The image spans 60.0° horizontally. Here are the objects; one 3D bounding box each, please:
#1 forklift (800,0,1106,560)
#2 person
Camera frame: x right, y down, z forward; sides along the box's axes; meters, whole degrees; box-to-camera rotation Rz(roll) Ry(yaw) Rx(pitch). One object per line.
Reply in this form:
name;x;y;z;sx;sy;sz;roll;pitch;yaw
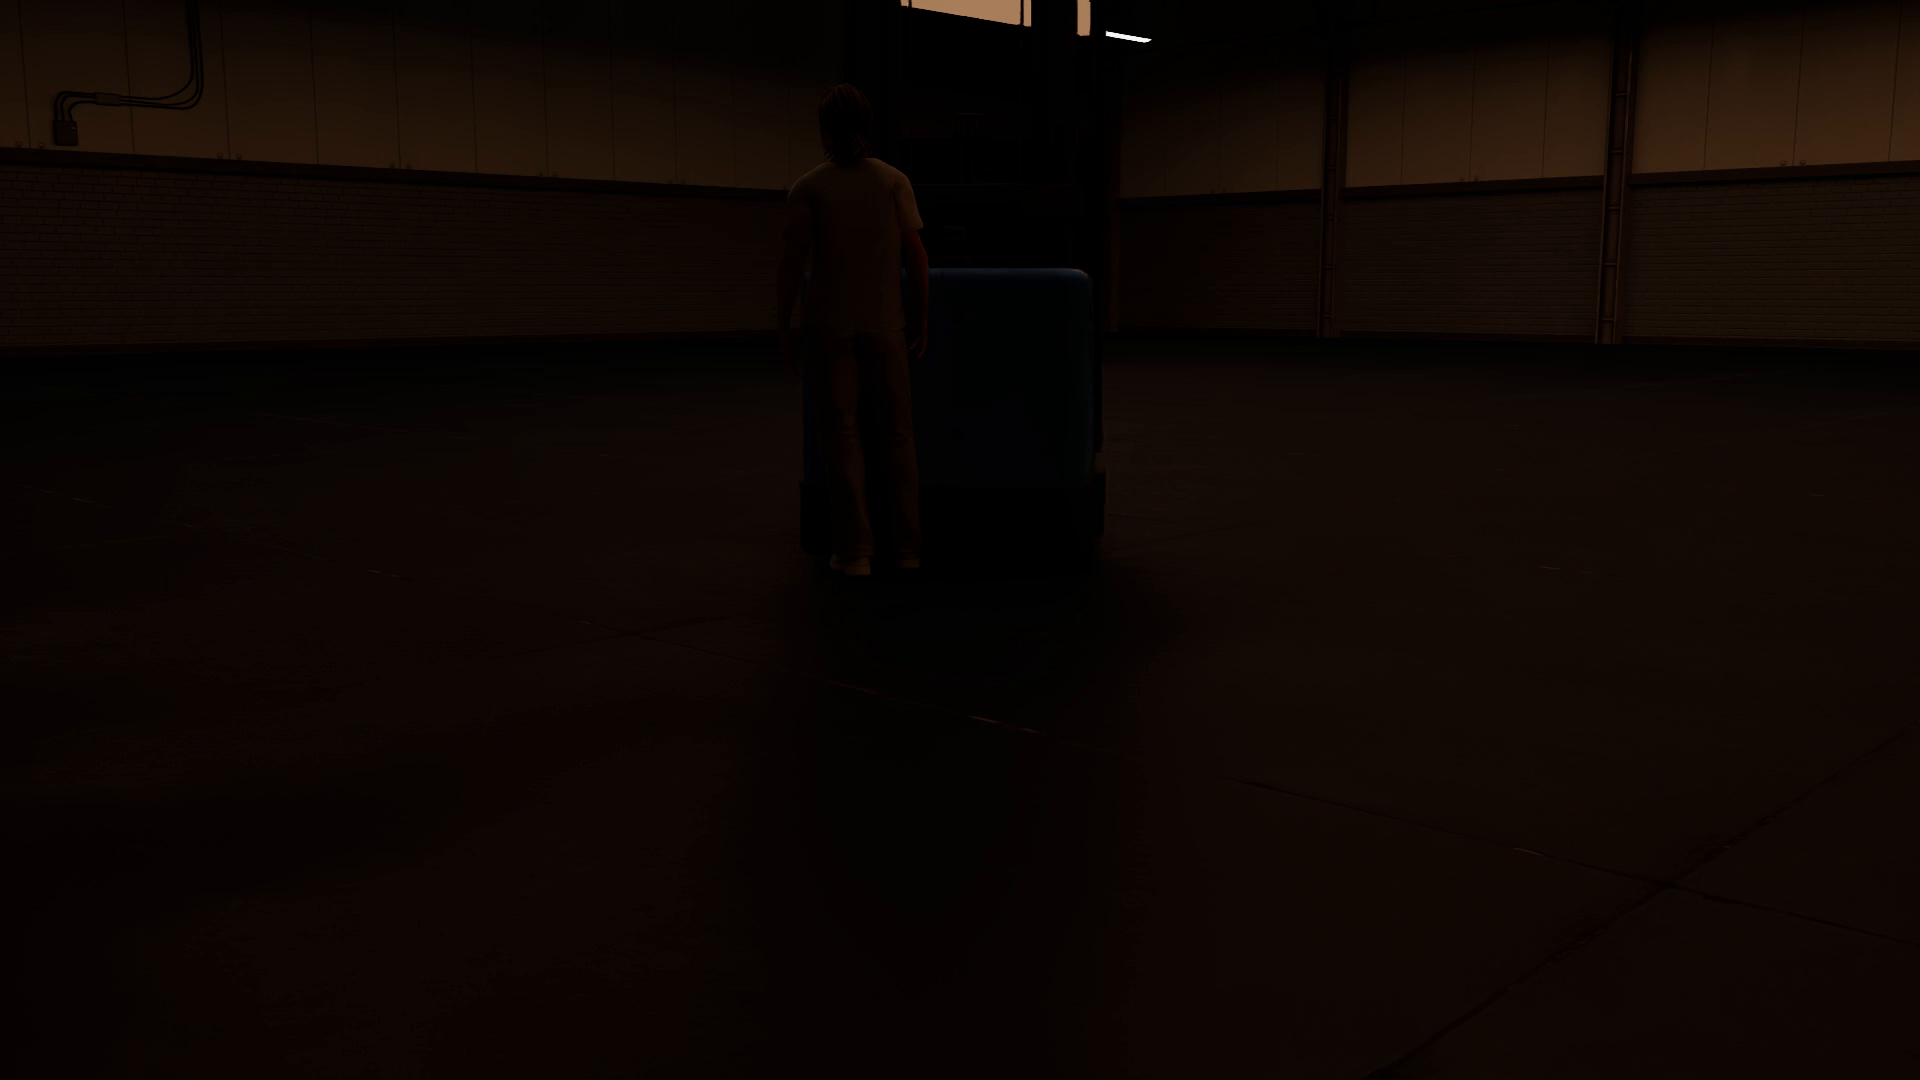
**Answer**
forklift;0.084;-1.554;7.196;1.130;2.935;3.031;1;9;6
person;-0.365;-0.713;5.780;0.550;1.673;0.548;-1;9;-10
